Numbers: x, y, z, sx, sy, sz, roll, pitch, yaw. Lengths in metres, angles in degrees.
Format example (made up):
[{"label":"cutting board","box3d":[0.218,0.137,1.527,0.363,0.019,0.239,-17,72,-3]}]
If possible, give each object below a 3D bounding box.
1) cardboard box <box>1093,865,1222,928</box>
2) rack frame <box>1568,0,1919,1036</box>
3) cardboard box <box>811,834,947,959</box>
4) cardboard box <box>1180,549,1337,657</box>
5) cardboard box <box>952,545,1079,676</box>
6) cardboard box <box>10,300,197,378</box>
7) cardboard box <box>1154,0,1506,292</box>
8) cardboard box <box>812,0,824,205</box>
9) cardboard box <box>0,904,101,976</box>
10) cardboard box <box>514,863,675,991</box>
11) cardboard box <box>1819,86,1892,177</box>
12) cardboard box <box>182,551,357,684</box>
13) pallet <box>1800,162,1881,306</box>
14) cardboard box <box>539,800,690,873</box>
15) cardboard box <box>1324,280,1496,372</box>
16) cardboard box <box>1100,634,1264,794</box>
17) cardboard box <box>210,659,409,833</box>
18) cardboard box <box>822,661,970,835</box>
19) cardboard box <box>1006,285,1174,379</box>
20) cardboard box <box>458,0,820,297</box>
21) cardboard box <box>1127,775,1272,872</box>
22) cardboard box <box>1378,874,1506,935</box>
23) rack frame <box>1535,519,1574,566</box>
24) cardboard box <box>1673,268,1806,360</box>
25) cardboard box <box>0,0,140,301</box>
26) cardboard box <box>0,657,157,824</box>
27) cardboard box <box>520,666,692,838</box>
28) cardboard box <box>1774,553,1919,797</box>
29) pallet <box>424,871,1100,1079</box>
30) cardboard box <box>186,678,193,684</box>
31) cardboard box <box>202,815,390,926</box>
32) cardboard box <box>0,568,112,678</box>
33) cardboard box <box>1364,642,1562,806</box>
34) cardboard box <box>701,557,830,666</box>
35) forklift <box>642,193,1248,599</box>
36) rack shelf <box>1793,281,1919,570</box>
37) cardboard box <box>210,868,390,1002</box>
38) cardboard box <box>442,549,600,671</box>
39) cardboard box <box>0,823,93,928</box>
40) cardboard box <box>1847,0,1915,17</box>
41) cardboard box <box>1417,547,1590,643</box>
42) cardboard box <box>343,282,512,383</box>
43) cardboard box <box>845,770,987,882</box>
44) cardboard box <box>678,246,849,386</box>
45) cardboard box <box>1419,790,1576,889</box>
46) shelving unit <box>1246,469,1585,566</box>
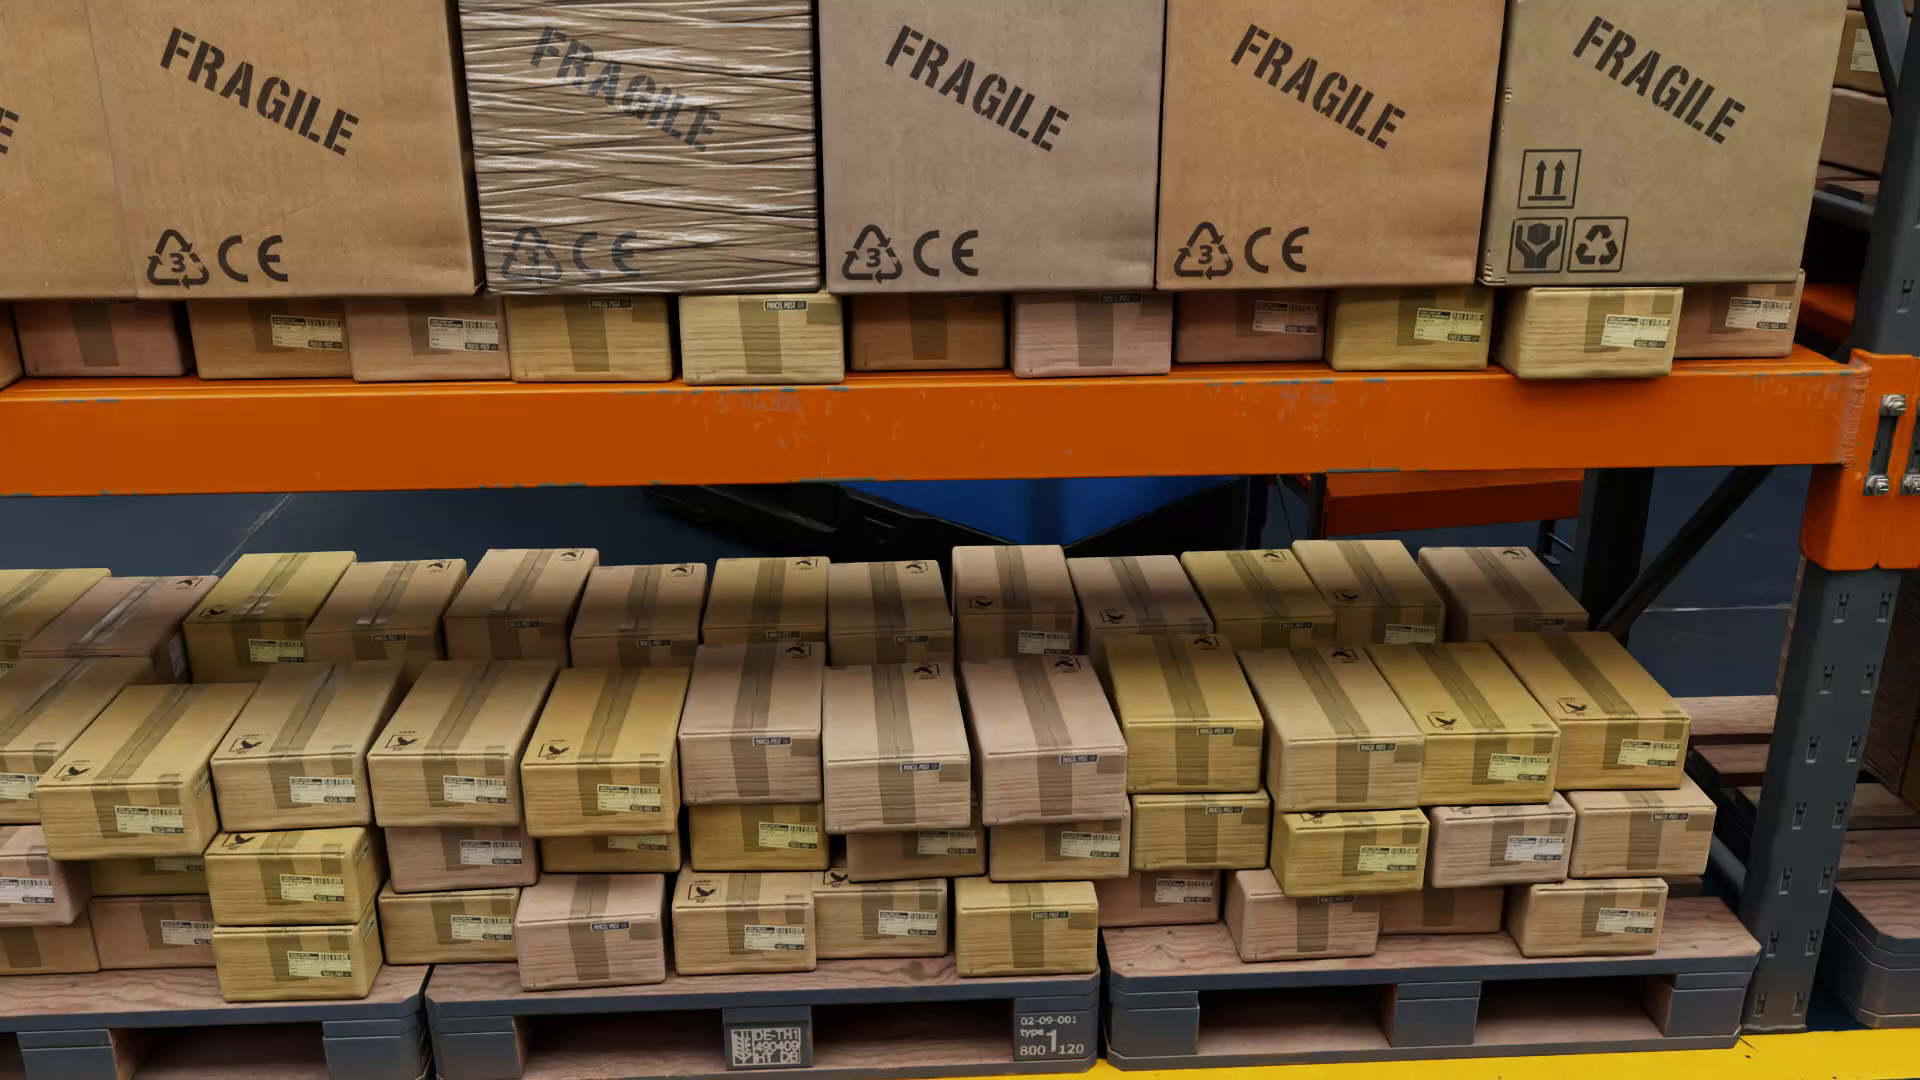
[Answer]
[{"label":"cardboard box","box3d":[0.348,0.590,3.271,0.250,0.149,0.380,-2,21,-4]},{"label":"rack frame","box3d":[1.514,-0.641,3.089,0.127,3.000,1.000,-1,21,-3]},{"label":"cardboard box","box3d":[-0.155,0.627,3.176,0.250,0.149,0.380,-1,21,-2]},{"label":"cardboard box","box3d":[0.631,0.158,3.571,0.250,0.149,0.380,-1,21,-4]},{"label":"cardboard box","box3d":[0.113,0.147,3.599,0.250,0.149,0.380,-1,21,-2]},{"label":"cardboard box","box3d":[-1.362,-0.393,2.790,0.250,0.149,0.380,0,21,-1]},{"label":"cardboard box","box3d":[0.529,-0.706,2.702,0.500,0.500,0.500,-2,21,-5]},{"label":"cardboard box","box3d":[-0.527,-0.875,3.144,0.500,0.500,0.500,0,21,0]},{"label":"cardboard box","box3d":[-1.681,0.645,3.127,0.250,0.149,0.380,-1,21,-3]},{"label":"cardboard box","box3d":[-0.669,0.658,3.093,0.250,0.149,0.380,-2,21,-6]},{"label":"cardboard box","box3d":[1.900,-0.798,3.264,0.250,0.149,0.380,-2,21,-4]},{"label":"cardboard box","box3d":[-1.460,0.163,3.559,0.250,0.149,0.380,-2,21,-4]},{"label":"pallet","box3d":[2.286,-0.515,3.028,1.213,0.211,1.003,-1,21,-3]},{"label":"cardboard box","box3d":[-0.635,0.470,3.169,0.250,0.149,0.380,0,21,0]},{"label":"cardboard box","box3d":[0.721,-0.406,2.826,0.250,0.149,0.380,0,21,-1]},{"label":"cardboard box","box3d":[0.410,0.321,3.142,0.250,0.149,0.380,0,21,-1]},{"label":"cardboard box","box3d":[-1.166,0.366,3.024,0.250,0.149,0.380,-2,21,-6]},{"label":"cardboard box","box3d":[-0.124,0.369,3.015,0.250,0.149,0.380,-2,21,-5]},{"label":"cardboard box","box3d":[0.193,-0.394,2.792,0.250,0.149,0.380,-2,21,-5]},{"label":"cardboard box","box3d":[-0.484,-0.694,2.670,0.500,0.500,0.500,-2,21,-4]},{"label":"cardboard box","box3d":[0.426,0.467,3.176,0.250,0.149,0.380,-1,21,-3]},{"label":"cardboard box","box3d":[0.878,0.600,3.246,0.250,0.149,0.380,-1,21,-2]},{"label":"rack frame","box3d":[1.968,-0.395,5.078,0.032,1.125,0.500,-4,21,-11]},{"label":"cardboard box","box3d":[1.243,-0.435,2.900,0.250,0.149,0.380,-1,21,-4]},{"label":"cardboard box","box3d":[-1.482,-0.676,2.623,0.500,0.500,0.500,-1,21,-3]},{"label":"cardboard box","box3d":[-1.668,0.360,3.040,0.250,0.149,0.380,-1,21,-2]},{"label":"cardboard box","box3d":[-0.624,0.375,3.001,0.250,0.149,0.380,-1,21,-2]},{"label":"cardboard box","box3d":[2.239,0.227,3.733,0.500,0.500,0.500,-2,21,-4]},{"label":"pallet","box3d":[-0.375,0.714,3.448,1.213,0.211,1.003,-1,21,-3]},{"label":"cardboard box","box3d":[-1.704,0.339,3.513,0.250,0.149,0.380,-2,21,-4]},{"label":"cardboard box","box3d":[-1.163,0.529,3.013,0.250,0.149,0.380,-1,21,-1]},{"label":"cardboard box","box3d":[-1.965,0.198,3.466,0.250,0.149,0.380,-1,21,-2]},{"label":"cardboard box","box3d":[0.921,0.336,3.103,0.250,0.149,0.380,-1,21,-2]},{"label":"cardboard box","box3d":[-0.403,0.173,3.531,0.250,0.149,0.380,-1,21,-3]},{"label":"forklift","box3d":[-0.486,-1.544,5.556,3.031,2.935,1.130,19,28,40]},{"label":"rack shelf","box3d":[3.511,-0.345,3.323,4.000,0.370,1.077,-1,21,-3]},{"label":"cardboard box","box3d":[-1.172,0.671,3.058,0.250,0.149,0.380,-1,21,-2]},{"label":"cardboard box","box3d":[-0.932,0.155,3.580,0.250,0.149,0.380,0,21,-1]},{"label":"cardboard box","box3d":[-1.665,0.532,3.005,0.250,0.149,0.380,-1,21,-3]},{"label":"cardboard box","box3d":[1.904,-1.075,3.156,0.250,0.149,0.380,0,21,-1]},{"label":"cardboard box","box3d":[1.159,0.151,3.590,0.250,0.149,0.380,0,21,-1]},{"label":"cardboard box","box3d":[-0.842,-0.384,2.768,0.250,0.149,0.380,-2,21,-4]},{"label":"cardboard box","box3d":[-0.096,0.478,3.149,0.250,0.149,0.380,-2,21,-6]},{"label":"cardboard box","box3d":[-0.314,-0.377,2.749,0.250,0.149,0.380,-1,21,-2]},{"label":"cardboard box","box3d":[0.949,0.485,3.129,0.250,0.149,0.380,-2,21,-6]},{"label":"shelving unit","box3d":[1.470,-0.359,4.984,1.048,1.125,0.538,-4,21,-11]}]
